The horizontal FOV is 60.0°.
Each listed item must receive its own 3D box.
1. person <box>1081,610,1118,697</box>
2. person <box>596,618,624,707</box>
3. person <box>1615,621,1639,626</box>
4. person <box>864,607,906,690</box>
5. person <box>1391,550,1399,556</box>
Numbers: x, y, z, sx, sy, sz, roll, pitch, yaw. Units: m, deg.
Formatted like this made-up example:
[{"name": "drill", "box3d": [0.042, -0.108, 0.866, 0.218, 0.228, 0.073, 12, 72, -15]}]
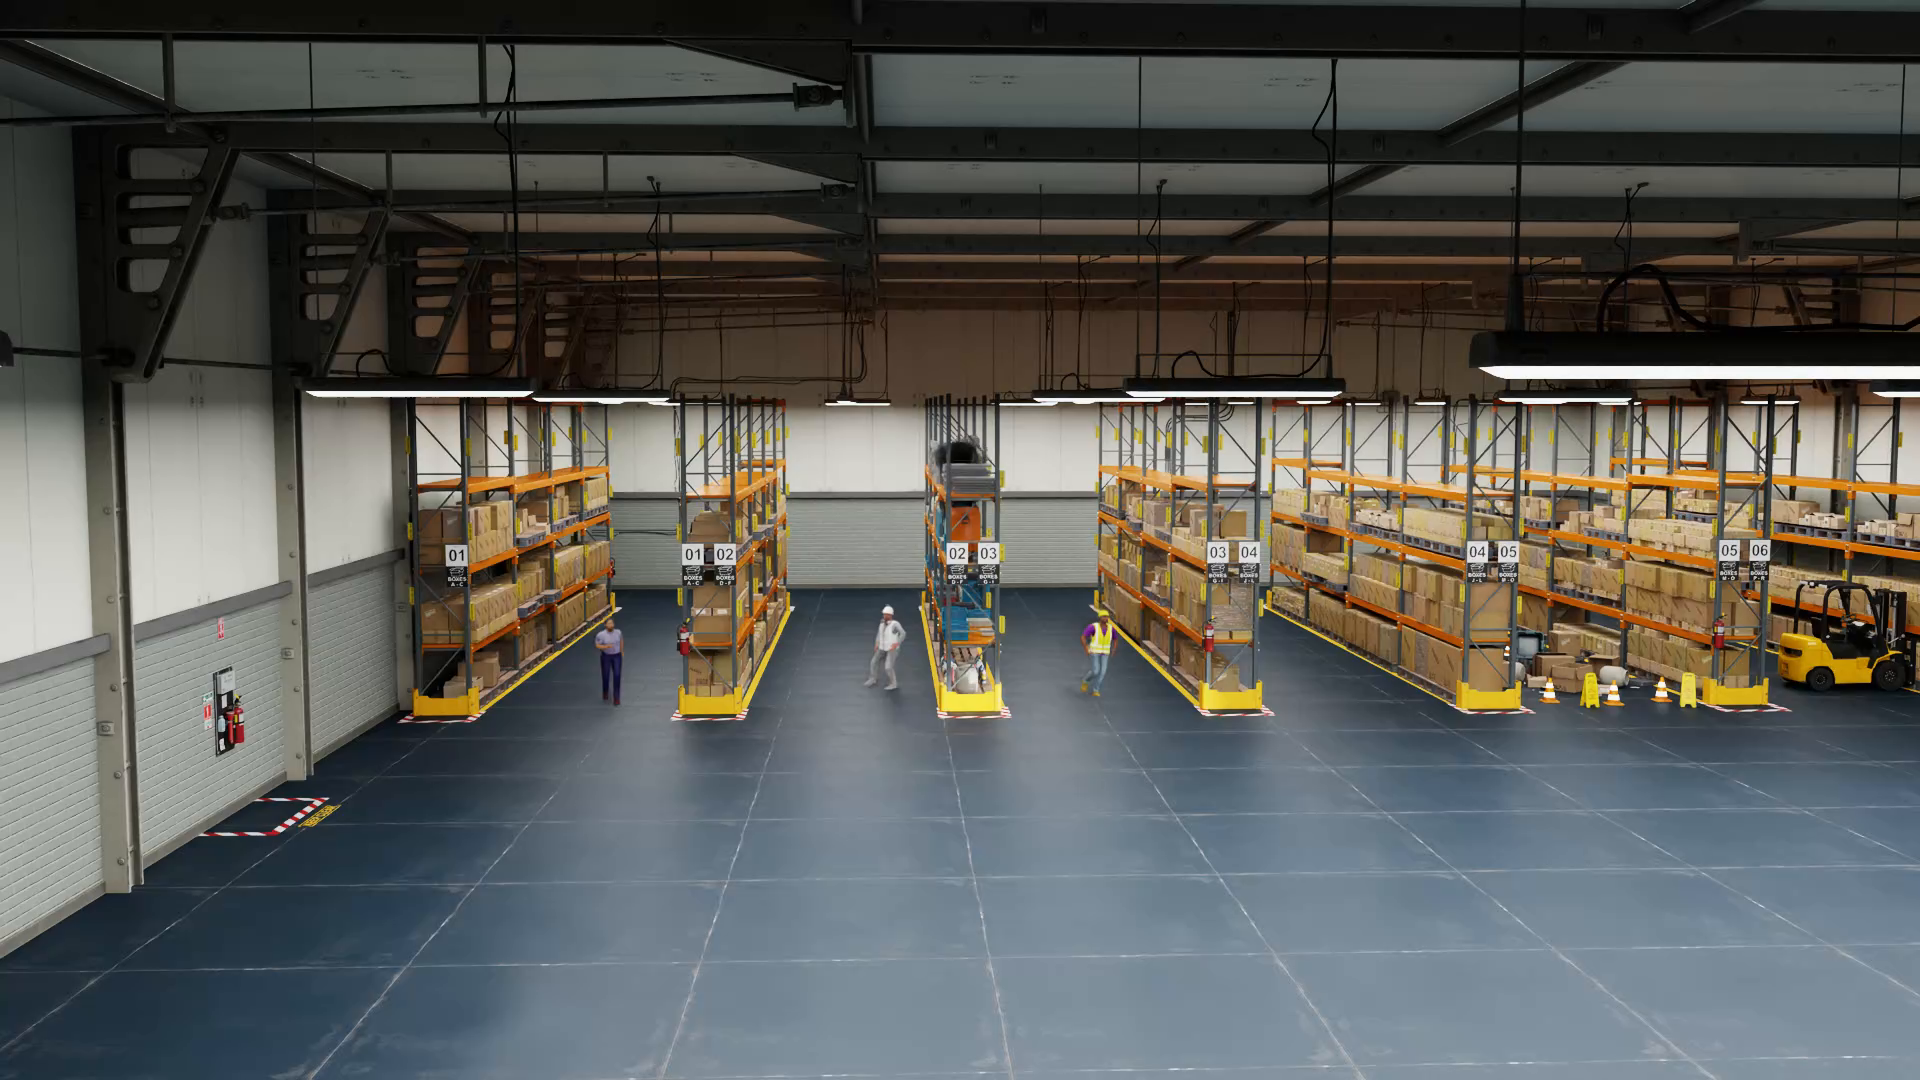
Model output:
[{"name": "person", "box3d": [2.805, 2.255, 33.184, 0.756, 1.717, 0.567, -2, 5, -21]}, {"name": "person", "box3d": [-6.798, 2.352, 32.279, 0.557, 1.677, 0.854, -1, 5, -17]}, {"name": "person", "box3d": [17.551, 1.409, 43.450, 0.625, 1.732, 1.056, -1, 5, -18]}, {"name": "person", "box3d": [-1.558, 2.202, 34.014, 0.972, 1.701, 0.471, 3, 6, 37]}, {"name": "person", "box3d": [12.875, 0.954, 49.444, 0.883, 1.713, 0.574, -1, 5, -11]}]
